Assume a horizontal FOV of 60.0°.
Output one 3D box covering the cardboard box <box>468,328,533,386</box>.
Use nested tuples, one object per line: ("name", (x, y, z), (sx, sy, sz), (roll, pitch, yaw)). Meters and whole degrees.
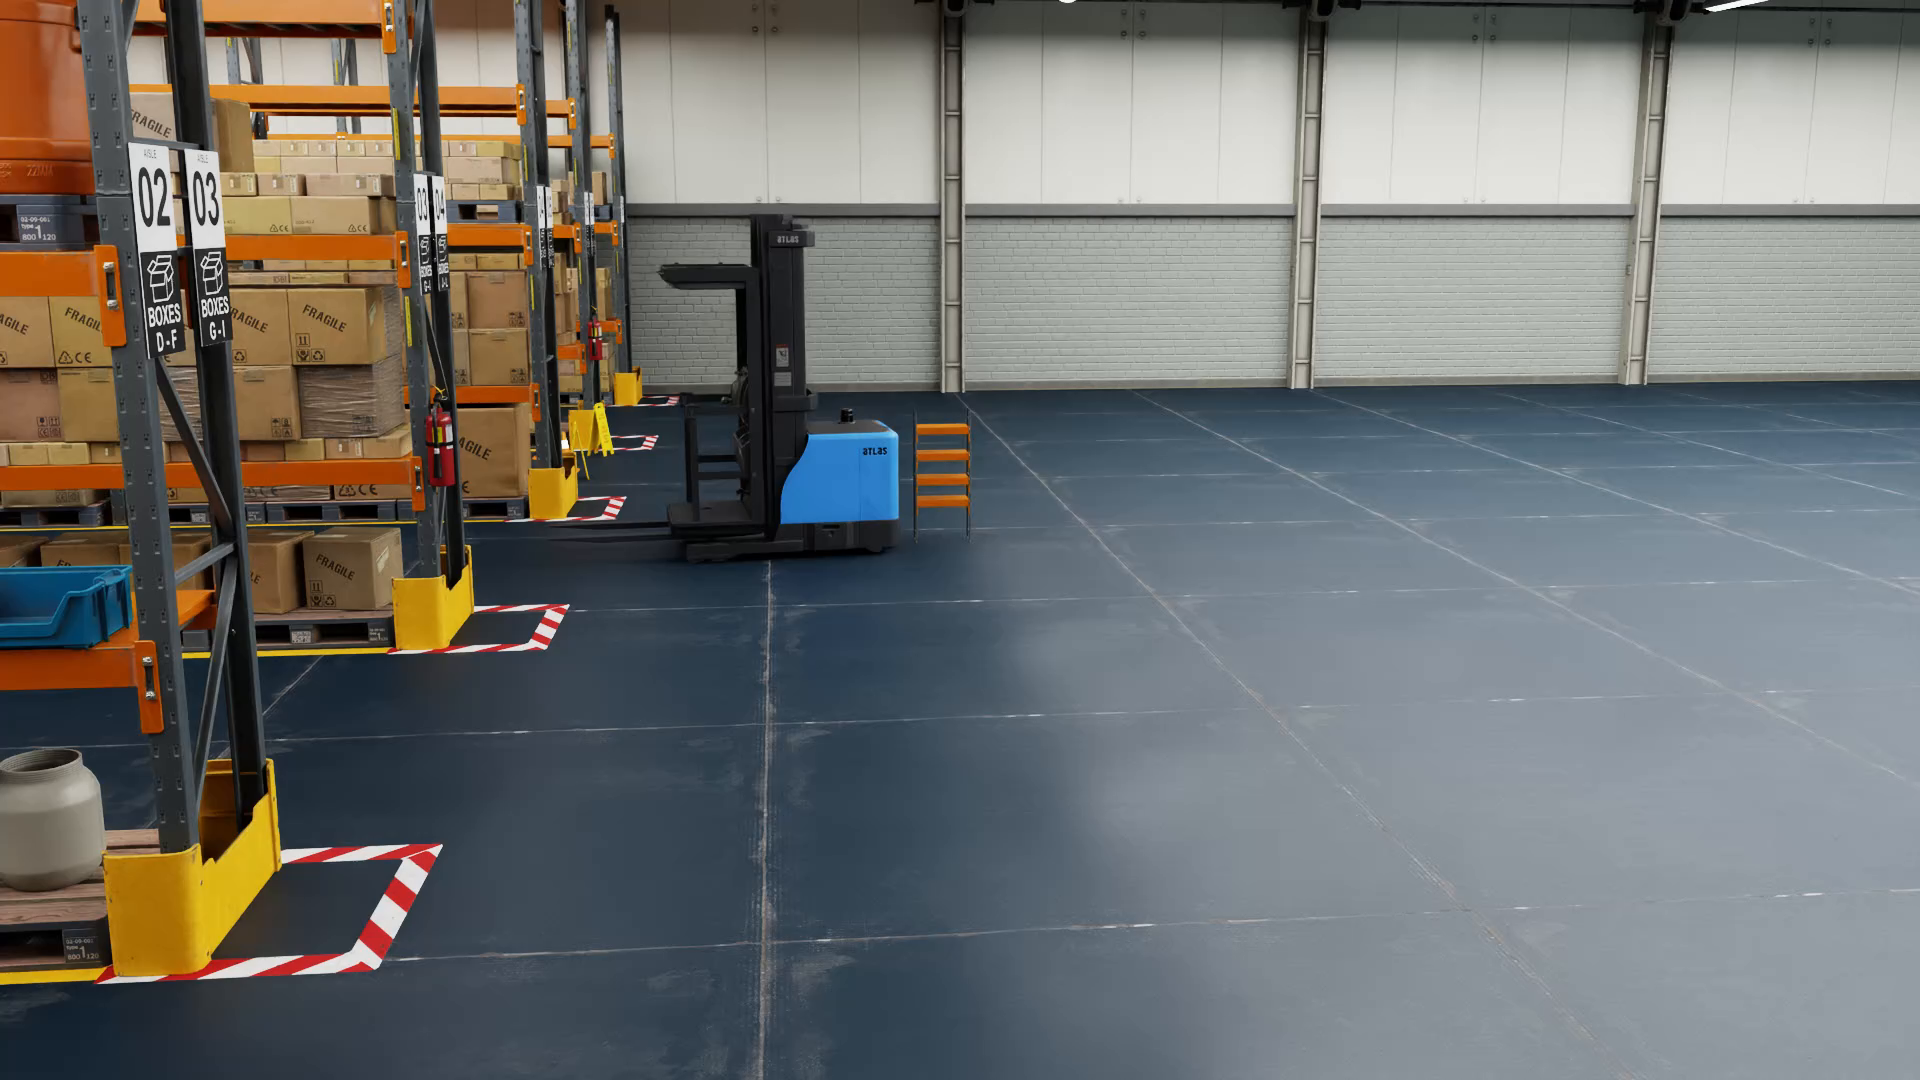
("cardboard box", (-4.492, -1.841, 16.452), (0.550, 0.550, 0.875), (-1, 11, -6))

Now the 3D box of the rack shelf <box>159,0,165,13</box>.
("rack shelf", (-5.147, -2.234, 6.187), (4.000, 0.370, 1.077), (-1, 11, -6))

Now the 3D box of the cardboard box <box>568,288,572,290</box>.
("cardboard box", (-6.281, -3.663, 25.846), (0.500, 0.500, 0.500), (-1, 11, -4))

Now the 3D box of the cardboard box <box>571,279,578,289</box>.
("cardboard box", (-5.868, -3.979, 25.771), (0.250, 0.149, 0.380), (-1, 11, -5))

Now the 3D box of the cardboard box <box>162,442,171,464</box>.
("cardboard box", (-5.434, -0.611, 11.232), (0.250, 0.149, 0.380), (-1, 11, -6))

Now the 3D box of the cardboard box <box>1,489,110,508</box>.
("cardboard box", (-8.712, -0.773, 16.149), (0.750, 0.750, 1.050), (-1, 11, -6))

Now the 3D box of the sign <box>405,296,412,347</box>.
("sign", (-3.653, -1.447, 11.015), (0.005, 0.325, 0.100), (-1, 11, -6))

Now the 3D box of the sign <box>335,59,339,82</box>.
("sign", (-9.209, -6.937, 24.581), (0.005, 0.325, 0.100), (-1, 11, -6))

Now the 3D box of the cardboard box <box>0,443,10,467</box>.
("cardboard box", (-6.428, -0.589, 11.120), (0.250, 0.149, 0.380), (-1, 11, -6))

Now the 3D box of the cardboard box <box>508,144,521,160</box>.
("cardboard box", (-4.495, -3.833, 16.433), (0.250, 0.149, 0.380), (-1, 11, -5))

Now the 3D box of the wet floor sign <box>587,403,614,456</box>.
("wet floor sign", (-4.459, -1.375, 20.572), (0.232, 0.644, 0.267), (3, 11, 14))

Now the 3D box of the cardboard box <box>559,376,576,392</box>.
("cardboard box", (-6.232, -2.461, 26.033), (0.500, 0.250, 0.500), (-1, 11, -6))

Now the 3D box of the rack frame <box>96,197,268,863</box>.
("rack frame", (-3.158, 0.119, 6.870), (0.127, 3.000, 1.000), (-1, 11, -6))

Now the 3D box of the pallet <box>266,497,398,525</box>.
("pallet", (-6.125, -0.360, 16.532), (1.213, 0.211, 1.003), (-1, 11, -6))

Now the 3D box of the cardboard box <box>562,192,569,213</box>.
("cardboard box", (-5.292, -4.316, 21.271), (0.500, 0.250, 0.500), (-1, 11, -7))

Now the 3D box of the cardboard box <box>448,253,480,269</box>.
("cardboard box", (-6.248, -3.325, 20.765), (0.500, 0.500, 0.700), (-1, 11, -7))

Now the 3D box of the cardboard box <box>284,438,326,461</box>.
("cardboard box", (-4.446, -0.642, 11.391), (0.250, 0.149, 0.380), (-1, 11, -6))

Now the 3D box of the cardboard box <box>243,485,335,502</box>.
("cardboard box", (-6.576, -0.884, 16.388), (0.875, 0.875, 0.875), (-1, 11, -6))

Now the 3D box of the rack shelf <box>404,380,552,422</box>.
("rack shelf", (-6.117, -1.390, 16.408), (4.000, 0.370, 1.077), (-1, 11, -6))

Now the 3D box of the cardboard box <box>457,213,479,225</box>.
("cardboard box", (-6.101, -4.002, 20.704), (0.250, 0.149, 0.380), (-1, 11, -7))

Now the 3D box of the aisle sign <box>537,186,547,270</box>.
("aisle sign", (-4.026, -3.004, 16.014), (0.004, 0.787, 0.394), (-1, 11, -6))

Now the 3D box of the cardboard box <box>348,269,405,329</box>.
("cardboard box", (-5.610, -2.373, 16.355), (0.550, 0.550, 0.875), (-1, 11, -6))

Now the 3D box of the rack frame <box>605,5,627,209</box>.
("rack frame", (-5.303, -6.627, 25.631), (0.127, 3.000, 1.000), (-1, 11, -6))

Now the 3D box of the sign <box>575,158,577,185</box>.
("sign", (-4.723, -4.531, 20.450), (0.005, 0.325, 0.100), (-1, 11, -6))

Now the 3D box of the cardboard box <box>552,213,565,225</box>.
("cardboard box", (-5.088, -4.019, 20.792), (0.250, 0.149, 0.380), (-1, 11, -6))

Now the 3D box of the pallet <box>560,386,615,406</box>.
("pallet", (-6.059, -2.291, 26.357), (1.213, 0.211, 1.003), (-1, 11, -6))

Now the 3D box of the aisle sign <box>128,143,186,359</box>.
("aisle sign", (-3.055, -1.101, 6.337), (0.004, 0.787, 0.394), (-1, 11, -6))

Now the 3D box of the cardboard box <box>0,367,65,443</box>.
("cardboard box", (-6.229, -0.974, 11.396), (0.500, 0.500, 0.875), (-1, 11, -6))

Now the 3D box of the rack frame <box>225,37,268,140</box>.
("rack frame", (-8.740, -5.592, 20.365), (0.127, 3.000, 1.000), (-1, 11, -6))

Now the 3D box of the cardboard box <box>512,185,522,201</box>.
("cardboard box", (-4.504, -3.442, 16.511), (0.250, 0.149, 0.380), (-1, 11, -6))

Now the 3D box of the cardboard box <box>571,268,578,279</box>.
("cardboard box", (-5.878, -4.138, 25.809), (0.250, 0.149, 0.380), (-1, 11, -6))

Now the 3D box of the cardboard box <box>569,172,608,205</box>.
("cardboard box", (-5.717, -5.403, 25.576), (0.500, 0.500, 0.500), (-1, 11, -4))

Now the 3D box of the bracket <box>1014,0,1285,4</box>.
("bracket", (2.901, -8.671, 26.697), (4.783, 0.066, 0.076), (-1, 11, -6))

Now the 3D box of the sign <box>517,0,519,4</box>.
("sign", (-4.084, -5.121, 15.343), (0.005, 0.325, 0.100), (-1, 11, -6))

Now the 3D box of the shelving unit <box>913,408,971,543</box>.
("shelving unit", (-0.165, -0.585, 15.117), (0.503, 1.200, 0.258), (-1, 11, -6))

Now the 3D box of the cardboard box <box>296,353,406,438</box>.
("cardboard box", (-4.243, -1.020, 11.631), (0.500, 0.500, 0.875), (-1, 11, -6))

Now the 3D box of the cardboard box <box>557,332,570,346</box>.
("cardboard box", (-5.112, -2.559, 21.144), (0.250, 0.149, 0.380), (-1, 11, -4))

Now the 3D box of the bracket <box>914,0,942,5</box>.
("bracket", (-0.502, -8.600, 26.335), (0.430, 0.232, 0.235), (-1, 11, -6))

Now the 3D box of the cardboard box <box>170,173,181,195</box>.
("cardboard box", (-5.230, -2.334, 10.923), (0.250, 0.149, 0.380), (-2, 11, -9))

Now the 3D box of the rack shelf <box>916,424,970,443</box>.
("rack shelf", (-0.165, -0.971, 15.041), (0.480, 0.148, 0.258), (-1, 11, -6))

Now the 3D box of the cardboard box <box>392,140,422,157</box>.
("cardboard box", (-5.187, -3.691, 15.710), (0.250, 0.149, 0.380), (-1, 11, -5))

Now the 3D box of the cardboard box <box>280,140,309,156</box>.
("cardboard box", (-6.194, -3.670, 15.602), (0.250, 0.149, 0.380), (-1, 11, -6))

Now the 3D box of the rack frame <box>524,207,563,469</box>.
("rack frame", (-4.128, -1.784, 16.550), (0.127, 3.000, 1.000), (-1, 11, -6))

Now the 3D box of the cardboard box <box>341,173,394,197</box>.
("cardboard box", (-3.936, -2.359, 11.054), (0.250, 0.149, 0.380), (-1, 11, -6))

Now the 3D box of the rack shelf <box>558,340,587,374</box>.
("rack shelf", (-6.752, -2.337, 21.226), (4.000, 0.370, 1.077), (-1, 11, -6))

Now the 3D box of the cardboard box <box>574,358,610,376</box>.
("cardboard box", (-5.753, -2.715, 26.030), (0.500, 0.250, 0.500), (-1, 11, -7))

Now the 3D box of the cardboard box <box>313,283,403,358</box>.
("cardboard box", (-4.269, -1.557, 11.774), (0.500, 0.500, 0.500), (-1, 11, -6))

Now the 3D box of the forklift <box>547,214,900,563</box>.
("forklift", (-2.098, -1.350, 14.518), (3.031, 2.935, 1.130), (-2, 11, -12))

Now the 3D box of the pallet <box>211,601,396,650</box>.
("pallet", (-4.580, 0.549, 11.910), (1.213, 0.211, 1.003), (-1, 11, -6))

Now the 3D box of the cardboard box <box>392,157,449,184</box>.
("cardboard box", (-5.082, -3.510, 15.820), (0.500, 0.250, 0.500), (-1, 11, -6))

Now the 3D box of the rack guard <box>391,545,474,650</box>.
("rack guard", (-3.769, 0.397, 11.934), (0.348, 0.500, 1.175), (-1, 11, -6))

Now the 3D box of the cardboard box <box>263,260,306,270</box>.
("cardboard box", (-8.279, -3.301, 20.645), (0.500, 0.500, 0.700), (-1, 11, -7))

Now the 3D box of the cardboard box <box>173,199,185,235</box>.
("cardboard box", (-5.152, -2.150, 11.025), (0.500, 0.250, 0.500), (-1, 11, -5))

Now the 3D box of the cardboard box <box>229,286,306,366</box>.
("cardboard box", (-4.710, -1.446, 11.208), (0.500, 0.500, 0.500), (-1, 11, -6))

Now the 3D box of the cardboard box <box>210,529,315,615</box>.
("cardboard box", (-4.906, 0.218, 11.755), (0.500, 0.500, 0.500), (2, 11, 9))

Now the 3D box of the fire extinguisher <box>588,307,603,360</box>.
("fire extinguisher", (-4.600, -2.608, 20.938), (0.183, 0.674, 0.296), (-1, 11, -6))

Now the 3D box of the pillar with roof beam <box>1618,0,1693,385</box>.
("pillar with roof beam", (12.267, -6.335, 24.144), (0.548, 9.000, 9.100), (-1, 11, -6))

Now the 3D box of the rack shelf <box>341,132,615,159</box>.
("rack shelf", (-7.292, -6.036, 25.527), (4.000, 0.370, 1.077), (-1, 11, -6))
